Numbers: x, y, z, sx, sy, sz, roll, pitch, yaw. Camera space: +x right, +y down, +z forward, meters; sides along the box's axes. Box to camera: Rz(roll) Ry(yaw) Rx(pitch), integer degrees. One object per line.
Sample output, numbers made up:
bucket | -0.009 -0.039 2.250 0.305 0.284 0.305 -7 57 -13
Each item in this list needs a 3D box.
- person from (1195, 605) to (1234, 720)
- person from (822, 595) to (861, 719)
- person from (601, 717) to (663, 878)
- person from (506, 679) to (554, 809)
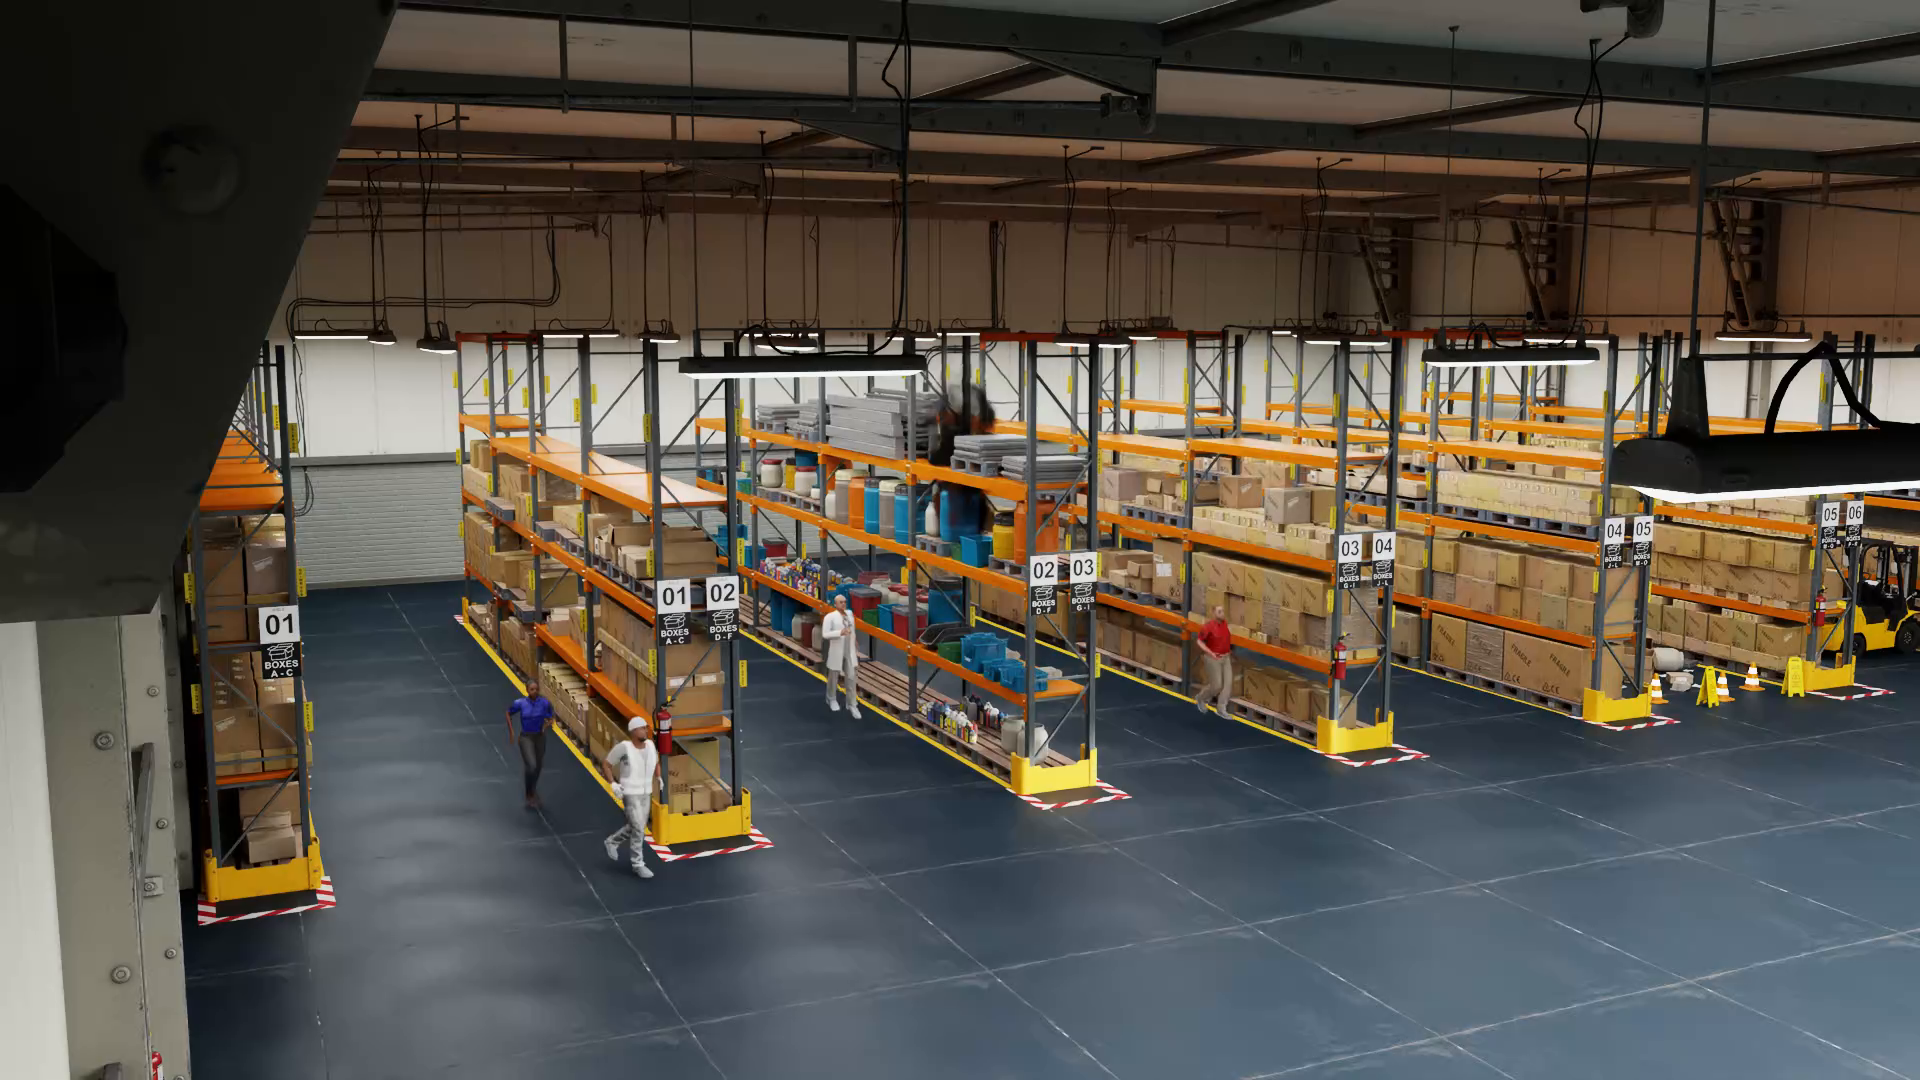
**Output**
person | 3.881 1.829 25.155 0.662 1.712 0.699 -5 9 -34
person | -1.795 1.756 25.276 0.685 1.862 0.798 -5 9 -32
person | -3.733 2.906 19.093 0.809 1.767 0.722 5 9 34
person | -5.526 2.632 21.507 0.536 1.690 0.801 -5 9 -32
